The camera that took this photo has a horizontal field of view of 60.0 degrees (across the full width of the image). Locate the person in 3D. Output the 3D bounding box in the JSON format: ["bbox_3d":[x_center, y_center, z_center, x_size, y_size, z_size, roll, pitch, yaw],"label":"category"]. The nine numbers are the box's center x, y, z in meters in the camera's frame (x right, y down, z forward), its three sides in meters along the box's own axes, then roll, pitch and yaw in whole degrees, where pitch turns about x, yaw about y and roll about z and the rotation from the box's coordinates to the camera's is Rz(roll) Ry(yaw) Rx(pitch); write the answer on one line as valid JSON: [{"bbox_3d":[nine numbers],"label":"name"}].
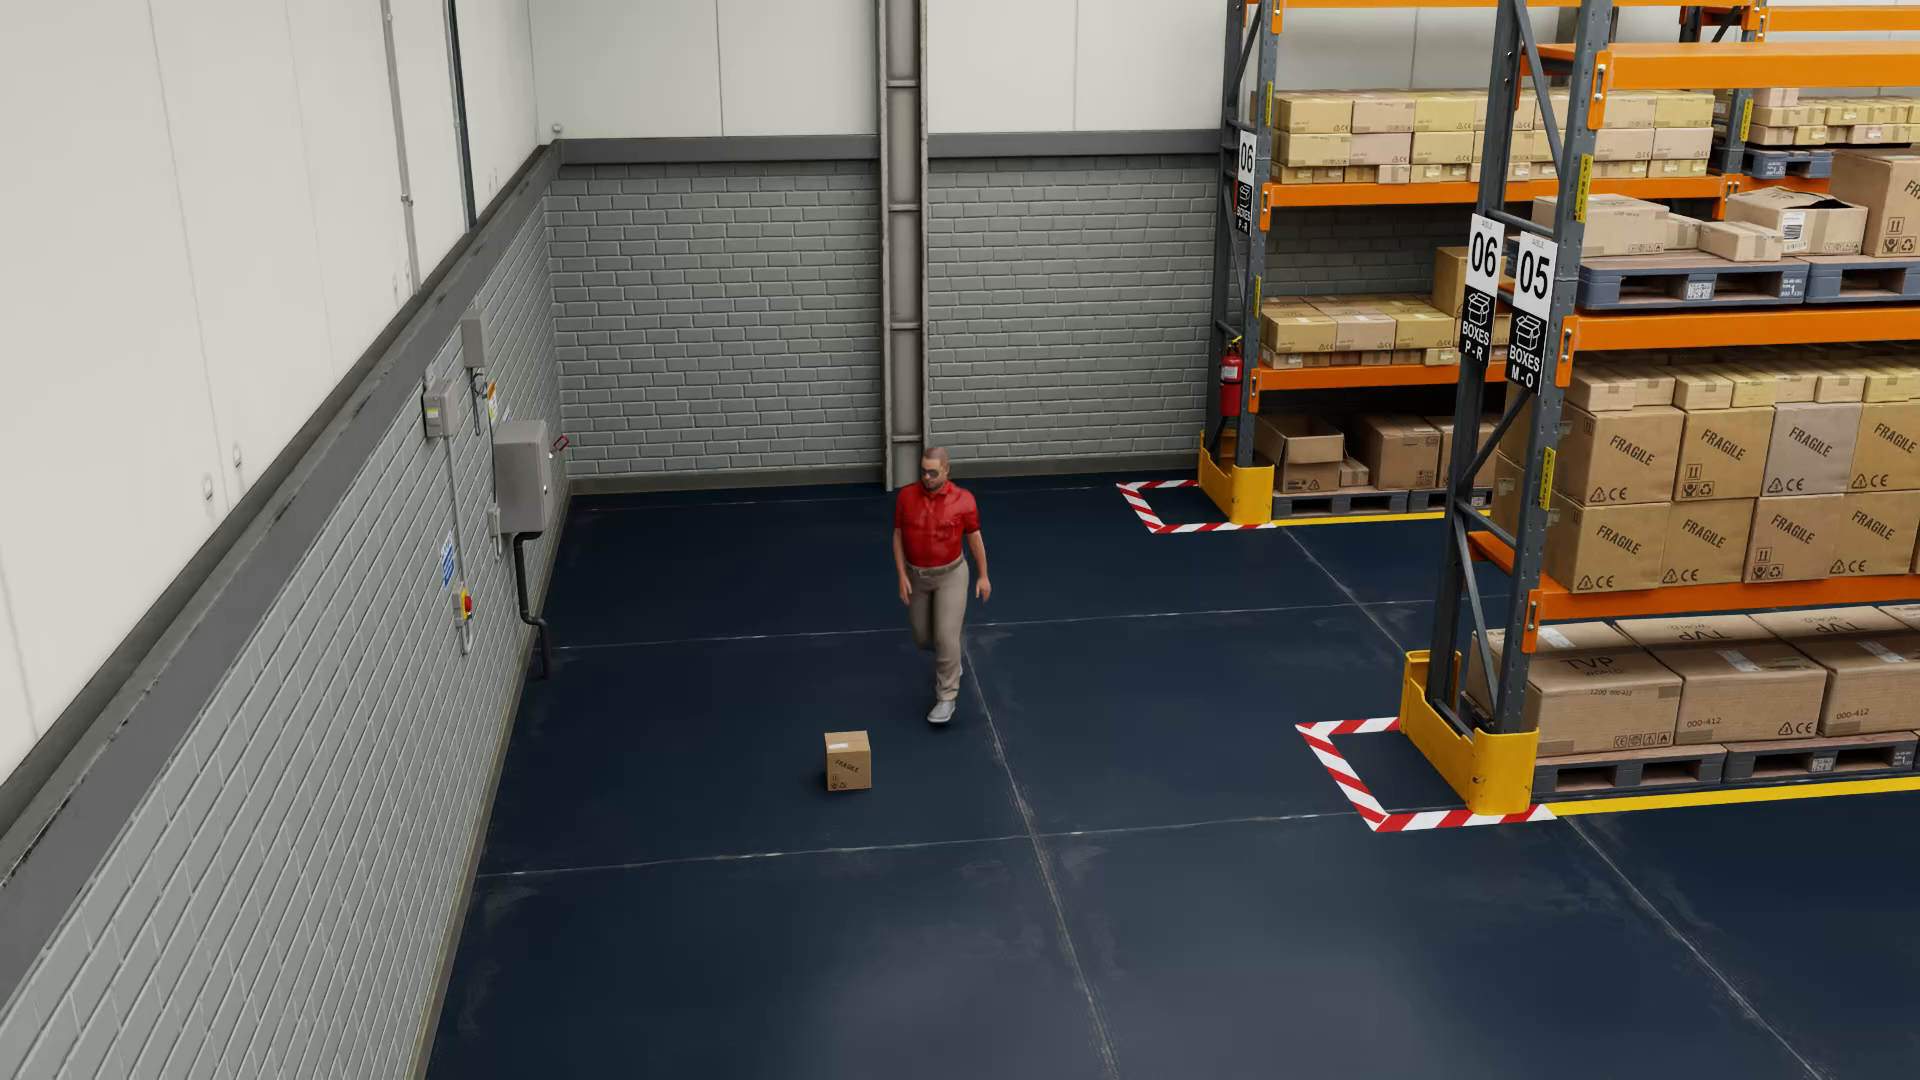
[{"bbox_3d":[-0.129,0.229,10.472,0.590,1.687,0.855,7,21,18],"label":"person"}]
